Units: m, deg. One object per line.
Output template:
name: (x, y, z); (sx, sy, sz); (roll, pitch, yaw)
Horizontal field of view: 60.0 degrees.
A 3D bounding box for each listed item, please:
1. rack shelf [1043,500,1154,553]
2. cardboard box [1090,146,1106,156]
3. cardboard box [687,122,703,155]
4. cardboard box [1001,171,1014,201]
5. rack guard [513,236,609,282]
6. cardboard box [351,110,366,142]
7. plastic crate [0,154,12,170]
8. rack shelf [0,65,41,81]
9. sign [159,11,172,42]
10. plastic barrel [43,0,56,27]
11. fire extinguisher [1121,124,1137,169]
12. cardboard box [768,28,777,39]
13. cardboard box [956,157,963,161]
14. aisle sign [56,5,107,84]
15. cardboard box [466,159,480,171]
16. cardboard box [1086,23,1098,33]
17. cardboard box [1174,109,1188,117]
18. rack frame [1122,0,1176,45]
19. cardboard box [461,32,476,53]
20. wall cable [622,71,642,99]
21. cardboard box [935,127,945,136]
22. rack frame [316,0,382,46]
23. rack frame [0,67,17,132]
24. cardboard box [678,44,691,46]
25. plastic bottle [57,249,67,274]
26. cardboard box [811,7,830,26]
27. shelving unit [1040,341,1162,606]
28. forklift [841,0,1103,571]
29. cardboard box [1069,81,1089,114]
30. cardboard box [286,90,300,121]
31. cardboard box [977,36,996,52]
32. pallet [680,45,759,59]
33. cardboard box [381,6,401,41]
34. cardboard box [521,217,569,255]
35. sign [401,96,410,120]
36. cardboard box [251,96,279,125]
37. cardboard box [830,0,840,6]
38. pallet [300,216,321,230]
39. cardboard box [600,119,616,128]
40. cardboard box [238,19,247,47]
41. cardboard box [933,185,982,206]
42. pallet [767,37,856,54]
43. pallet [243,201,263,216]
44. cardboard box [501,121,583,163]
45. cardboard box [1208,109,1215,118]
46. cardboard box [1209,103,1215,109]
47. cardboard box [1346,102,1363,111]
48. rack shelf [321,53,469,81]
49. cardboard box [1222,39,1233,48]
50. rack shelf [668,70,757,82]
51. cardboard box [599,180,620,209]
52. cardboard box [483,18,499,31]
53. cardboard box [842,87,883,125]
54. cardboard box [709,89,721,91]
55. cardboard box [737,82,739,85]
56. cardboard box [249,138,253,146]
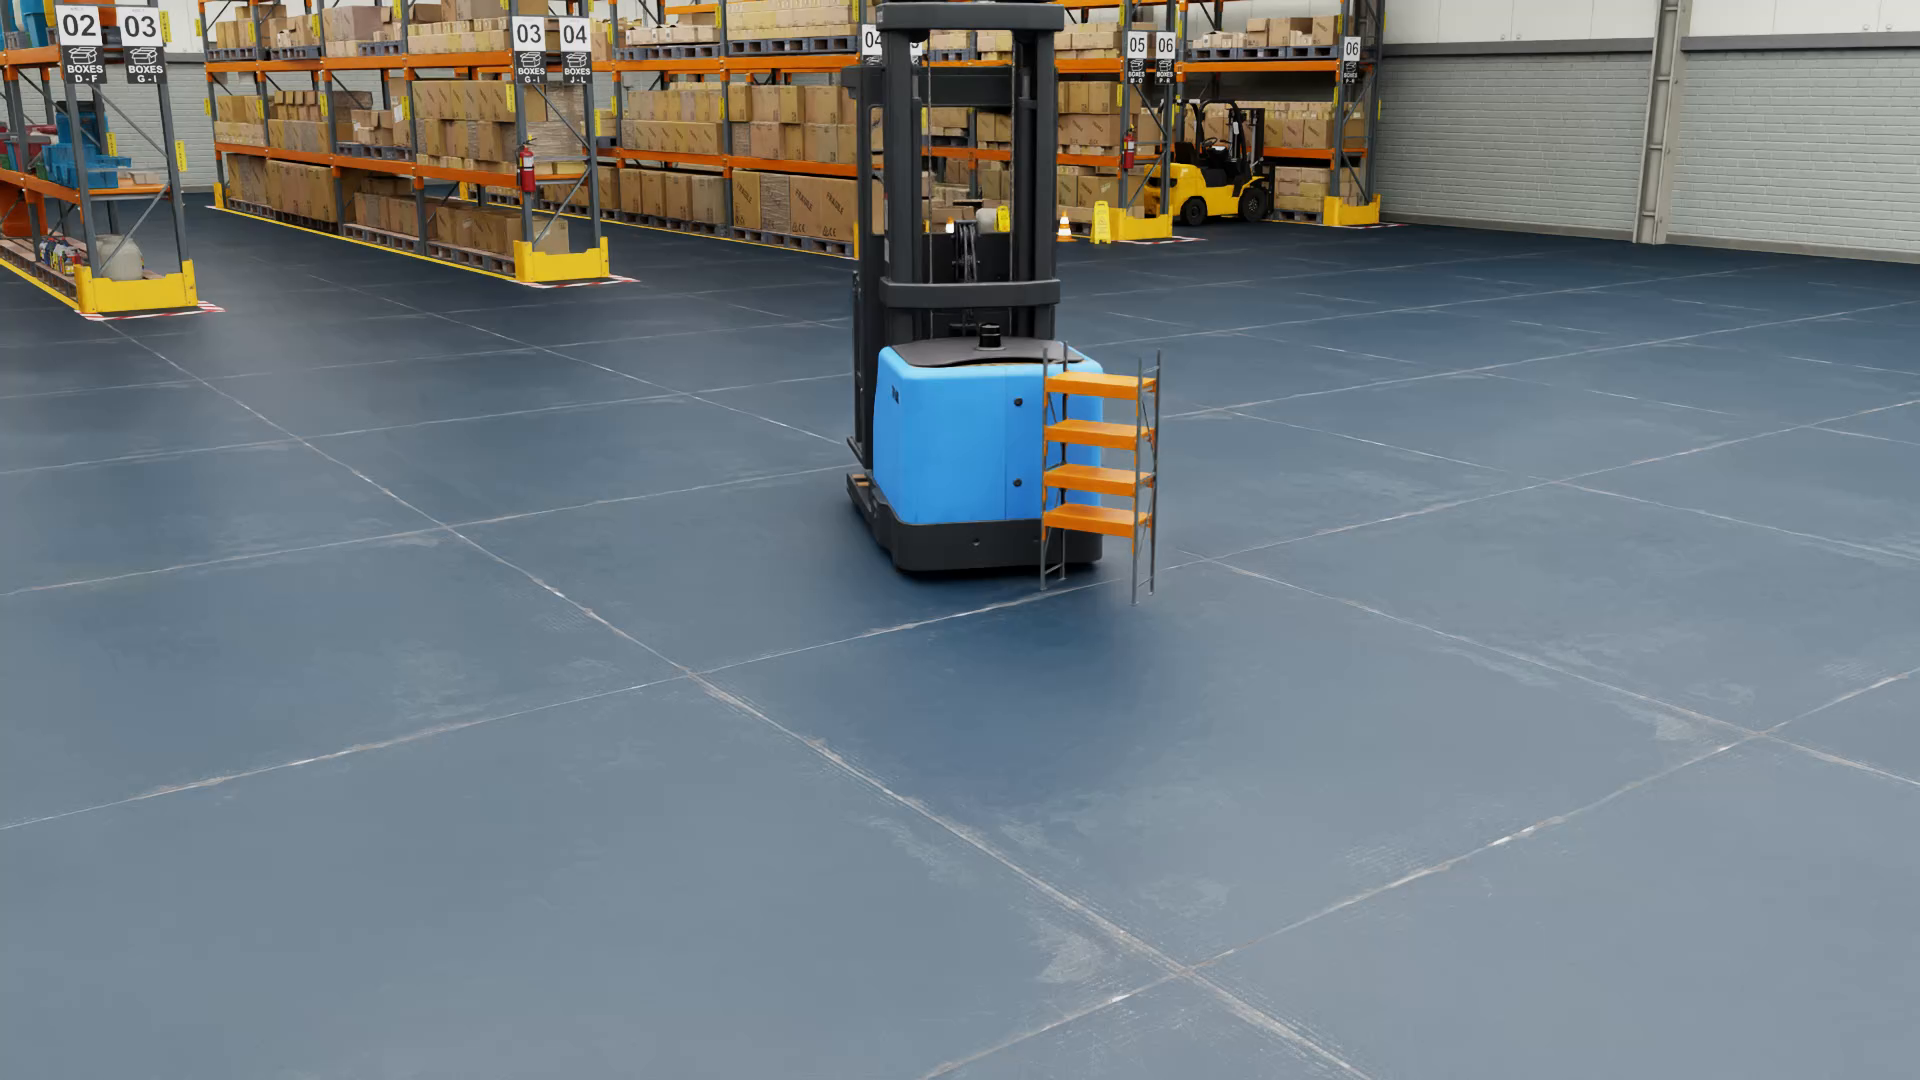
rack shelf: (0.671, -0.067, 8.052); (0.480, 0.148, 0.258); (8, 18, 28)
cardboard box: (2.330, -6.294, 26.867); (0.380, 0.149, 0.250); (-11, 19, -35)
cardboard box: (-4.155, -6.622, 27.400); (0.500, 0.500, 0.500); (-11, 19, -35)
cardboard box: (1.063, -6.144, 28.833); (0.500, 0.500, 0.500); (-10, 18, -32)
rack guard: (-5.099, -3.604, 21.298); (1.175, 0.500, 0.348); (-11, 19, -35)
cardboard box: (-9.408, -6.644, 26.683); (0.500, 0.500, 0.500); (-14, 21, -41)
plastic crate: (-12.665, -5.105, 22.447); (0.450, 0.188, 0.662); (-11, 19, -35)
rack shelf: (-14.940, -7.260, 25.600); (1.077, 0.370, 4.000); (-11, 19, -35)
sign: (-8.613, -5.560, 18.011); (0.100, 0.325, 0.005); (-11, 19, -35)
plastic barrel: (-9.833, -5.989, 18.441); (0.600, 0.588, 0.600); (0, 15, 0)
fire extinguisher: (2.657, -6.199, 26.188); (0.296, 0.674, 0.183); (-11, 19, -35)
cardboard box: (-2.645, -7.570, 24.862); (0.380, 0.149, 0.250); (-11, 19, -34)
cardboard box: (0.140, -8.810, 38.295); (0.380, 0.149, 0.250); (-11, 19, -36)
aisle sign: (-9.258, -5.217, 17.532); (0.394, 0.787, 0.004); (-11, 19, -35)
cardboard box: (-6.355, -5.005, 22.158); (0.380, 0.149, 0.250); (-11, 19, -35)
cardboard box: (2.239, -8.181, 26.568); (0.380, 0.149, 0.250); (-11, 19, -35)
cardboard box: (4.243, -8.357, 32.509); (0.380, 0.149, 0.250); (-10, 18, -33)
rack frame: (2.962, -9.225, 25.737); (1.000, 3.000, 0.127); (-11, 19, -35)
cardboard box: (-6.133, -6.449, 21.557); (0.500, 0.250, 0.500); (-10, 18, -33)
wall cable: (-8.639, -11.662, 44.077); (0.588, 1.984, 0.122); (-11, 19, -35)
cardboard box: (-0.237, -7.443, 30.268); (0.380, 0.149, 0.250); (-11, 19, -35)
rack frame: (-9.758, -9.396, 26.358); (1.000, 3.000, 0.127); (-11, 19, -35)
rack frame: (-16.116, -6.587, 27.462); (1.000, 3.000, 0.127); (-11, 19, -35)
cardboard box: (-4.829, -8.728, 28.786); (0.500, 0.311, 0.500); (-11, 19, -35)
plastic bottle: (-10.702, -3.335, 19.906); (0.152, 0.276, 0.135); (-11, 19, -36)
cardboard box: (-1.790, -7.479, 23.773); (0.500, 0.250, 0.500); (-11, 19, -34)
shelving unit: (0.670, -0.323, 7.982); (0.503, 1.200, 0.258); (8, 18, 28)
forklift: (-0.060, -1.603, 9.381); (1.130, 2.935, 3.031); (-3, 16, -11)
cardboard box: (2.194, -7.190, 27.018); (0.700, 0.500, 0.500); (-11, 19, -34)
cardboard box: (-11.333, -7.605, 29.089); (0.797, 0.503, 0.637); (-11, 19, -34)
cardboard box: (0.647, -8.567, 28.735); (0.500, 0.250, 0.500); (-11, 19, -36)
pallet: (-3.913, -7.939, 27.080); (0.805, 0.209, 1.217); (-12, 19, -37)
cardboard box: (-8.157, -7.664, 24.722); (0.797, 0.503, 0.637); (-10, 18, -32)
cardboard box: (-5.408, -3.926, 21.680); (0.500, 0.500, 0.500); (-7, 17, -24)
sign: (-7.853, -6.119, 23.559); (0.100, 0.325, 0.005); (-11, 19, -35)
cardboard box: (-12.596, -7.846, 30.359); (0.500, 0.500, 0.500); (-10, 18, -33)
cardboard box: (-1.601, -7.576, 23.372); (0.380, 0.149, 0.250); (-11, 19, -34)
pallet: (-10.874, -5.597, 29.127); (1.003, 0.211, 1.213); (-11, 19, -35)
cardboard box: (-6.345, -7.510, 29.950); (0.380, 0.149, 0.250); (-10, 18, -33)
cardboard box: (-12.931, -9.375, 30.791); (0.700, 0.500, 0.500); (-10, 18, -32)
cardboard box: (-0.126, -6.386, 30.907); (0.950, 0.372, 0.625); (-10, 18, -31)
pallet: (-2.149, -7.363, 24.784); (1.003, 0.211, 1.213); (-11, 19, -35)
pallet: (-13.215, -6.446, 32.229); (1.003, 0.211, 1.213); (-11, 19, -35)
cardboard box: (-5.355, -5.107, 21.301); (0.875, 0.500, 0.500); (-11, 19, -35)
cardboard box: (4.927, -8.103, 31.582); (0.380, 0.149, 0.250); (-11, 19, -35)
cardboard box: (4.954, -8.253, 31.565); (0.380, 0.149, 0.250); (-11, 19, -36)
cardboard box: (6.950, -7.713, 29.591); (0.380, 0.149, 0.250); (-11, 19, -36)
rack shelf: (-8.582, -7.175, 25.289); (1.077, 0.370, 4.000); (-11, 19, -35)
cardboard box: (5.093, -9.227, 30.914); (0.380, 0.149, 0.250); (-10, 18, -33)
rack shelf: (-5.270, -10.421, 37.150); (1.077, 0.370, 4.000); (-11, 19, -35)
cardboard box: (-6.285, -6.347, 30.524); (0.500, 0.500, 0.500); (-11, 19, -35)
cardboard box: (-5.777, -6.486, 20.940); (0.380, 0.149, 0.250); (-12, 19, -37)
cardboard box: (-1.169, -6.220, 23.792); (0.875, 0.550, 0.550); (-11, 19, -35)
cardboard box: (-5.193, -9.700, 36.749); (0.500, 0.500, 0.500); (-11, 19, -34)
cardboard box: (-4.599, -9.827, 35.987); (0.380, 0.149, 0.250); (-10, 18, -33)
cardboard box: (-13.007, -7.414, 30.958); (0.380, 0.149, 0.250); (-10, 18, -34)
